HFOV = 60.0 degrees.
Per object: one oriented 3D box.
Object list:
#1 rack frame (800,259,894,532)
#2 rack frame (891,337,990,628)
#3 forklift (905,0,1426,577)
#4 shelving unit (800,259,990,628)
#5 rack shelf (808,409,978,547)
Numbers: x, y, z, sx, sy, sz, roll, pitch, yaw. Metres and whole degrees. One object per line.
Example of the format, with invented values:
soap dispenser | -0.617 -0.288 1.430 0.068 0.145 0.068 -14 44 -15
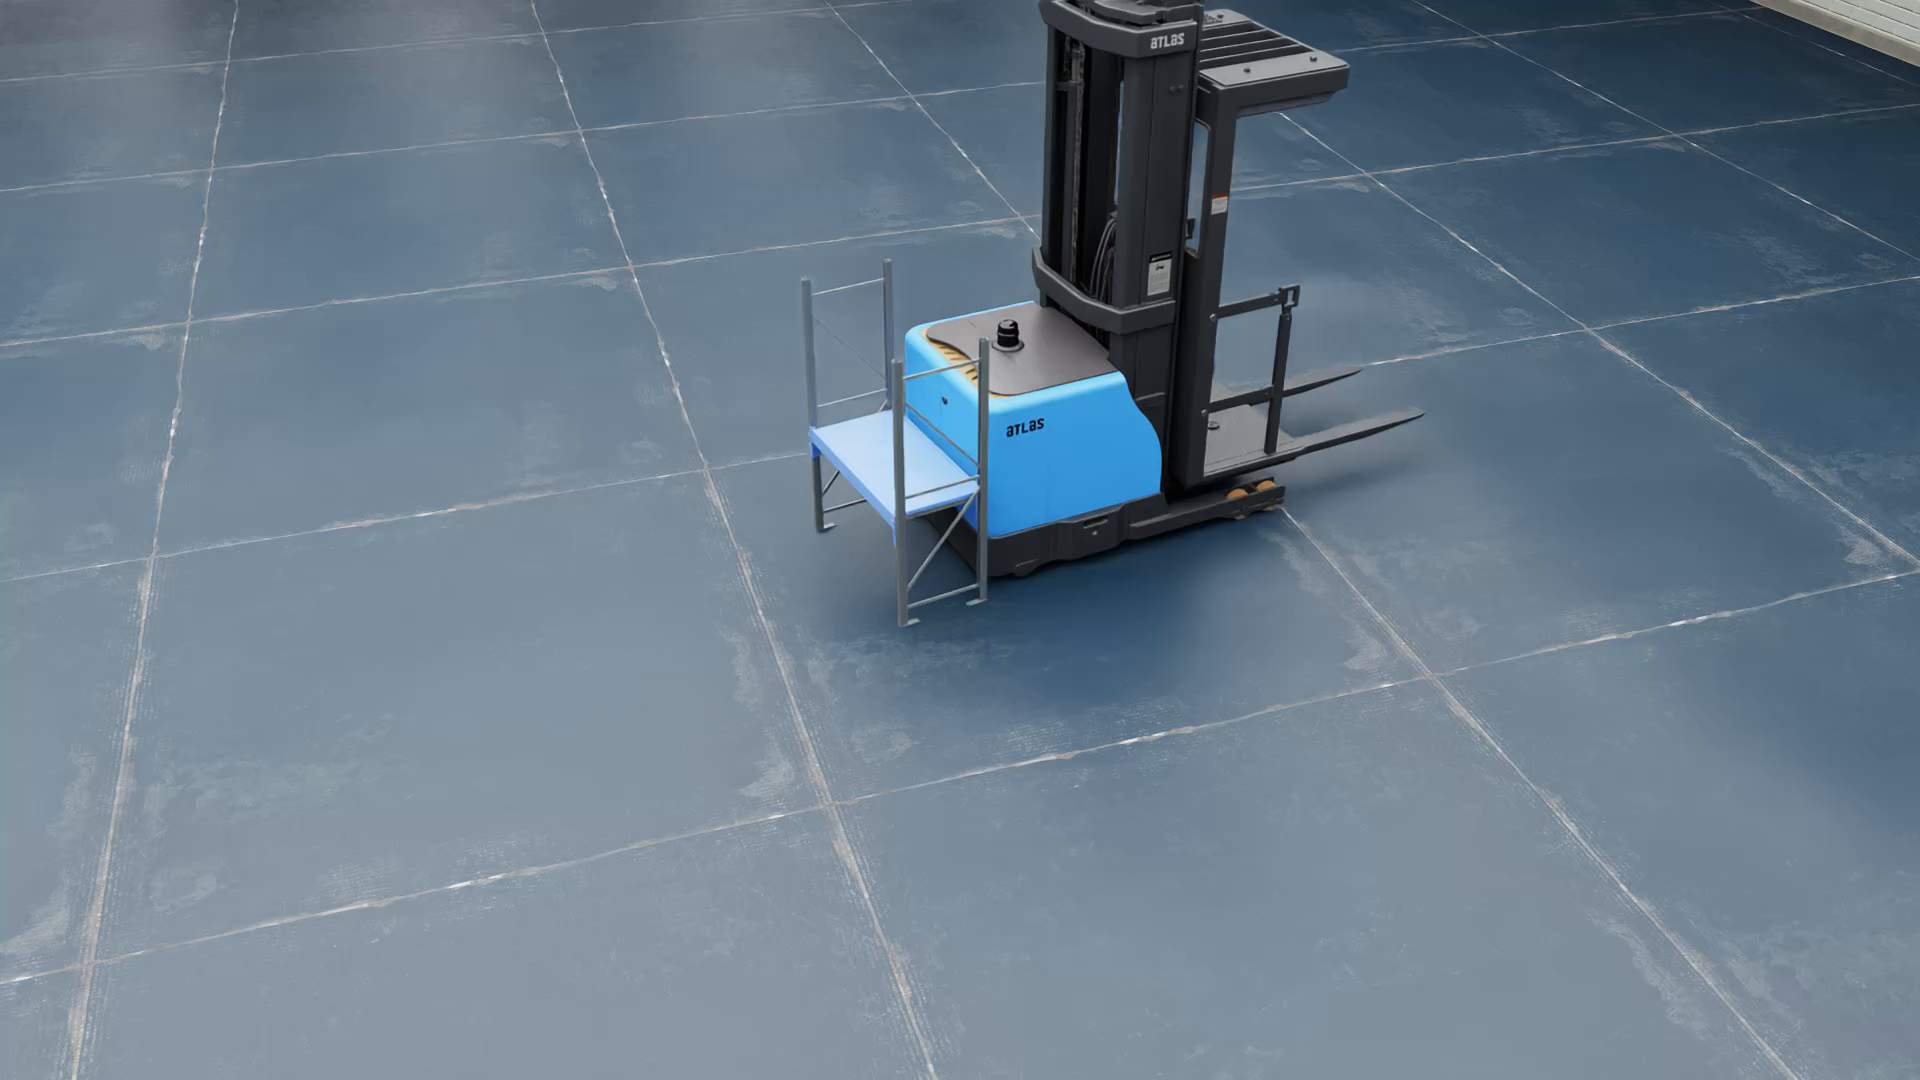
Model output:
rack frame | -0.575 -0.745 8.836 0.500 1.500 0.032 -17 37 -24
rack frame | -0.088 -0.253 8.091 0.500 1.500 0.032 -17 37 -24
forklift | 1.246 -1.582 8.805 3.031 2.935 1.130 -15 36 -22
shelving unit | -0.331 -0.499 8.464 0.538 1.500 1.048 -17 37 -24
rack shelf | -0.331 -0.349 8.563 0.538 0.185 1.000 -17 37 -24
